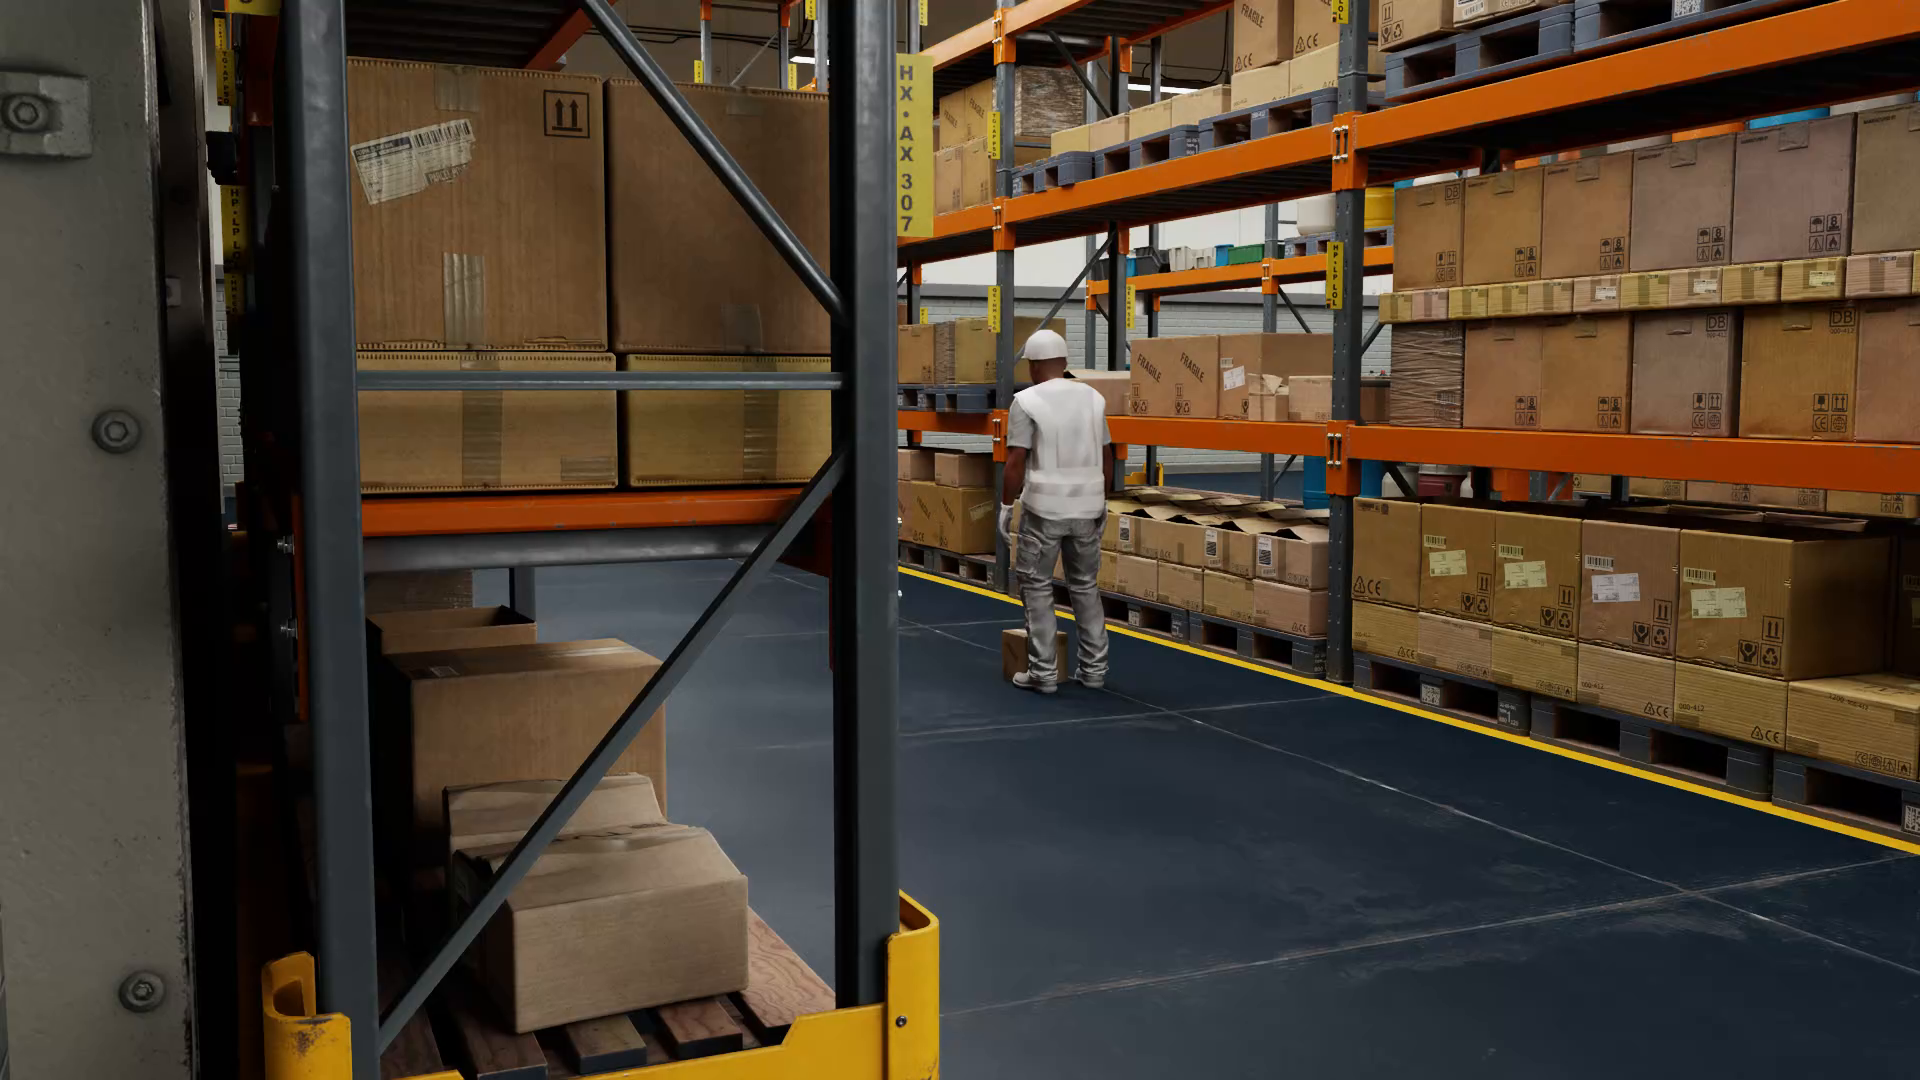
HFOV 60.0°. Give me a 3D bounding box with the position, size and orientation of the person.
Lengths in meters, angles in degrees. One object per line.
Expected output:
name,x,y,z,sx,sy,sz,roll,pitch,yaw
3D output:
person,0.474,-0.146,8.207,0.629,1.775,0.445,-3,6,-27
